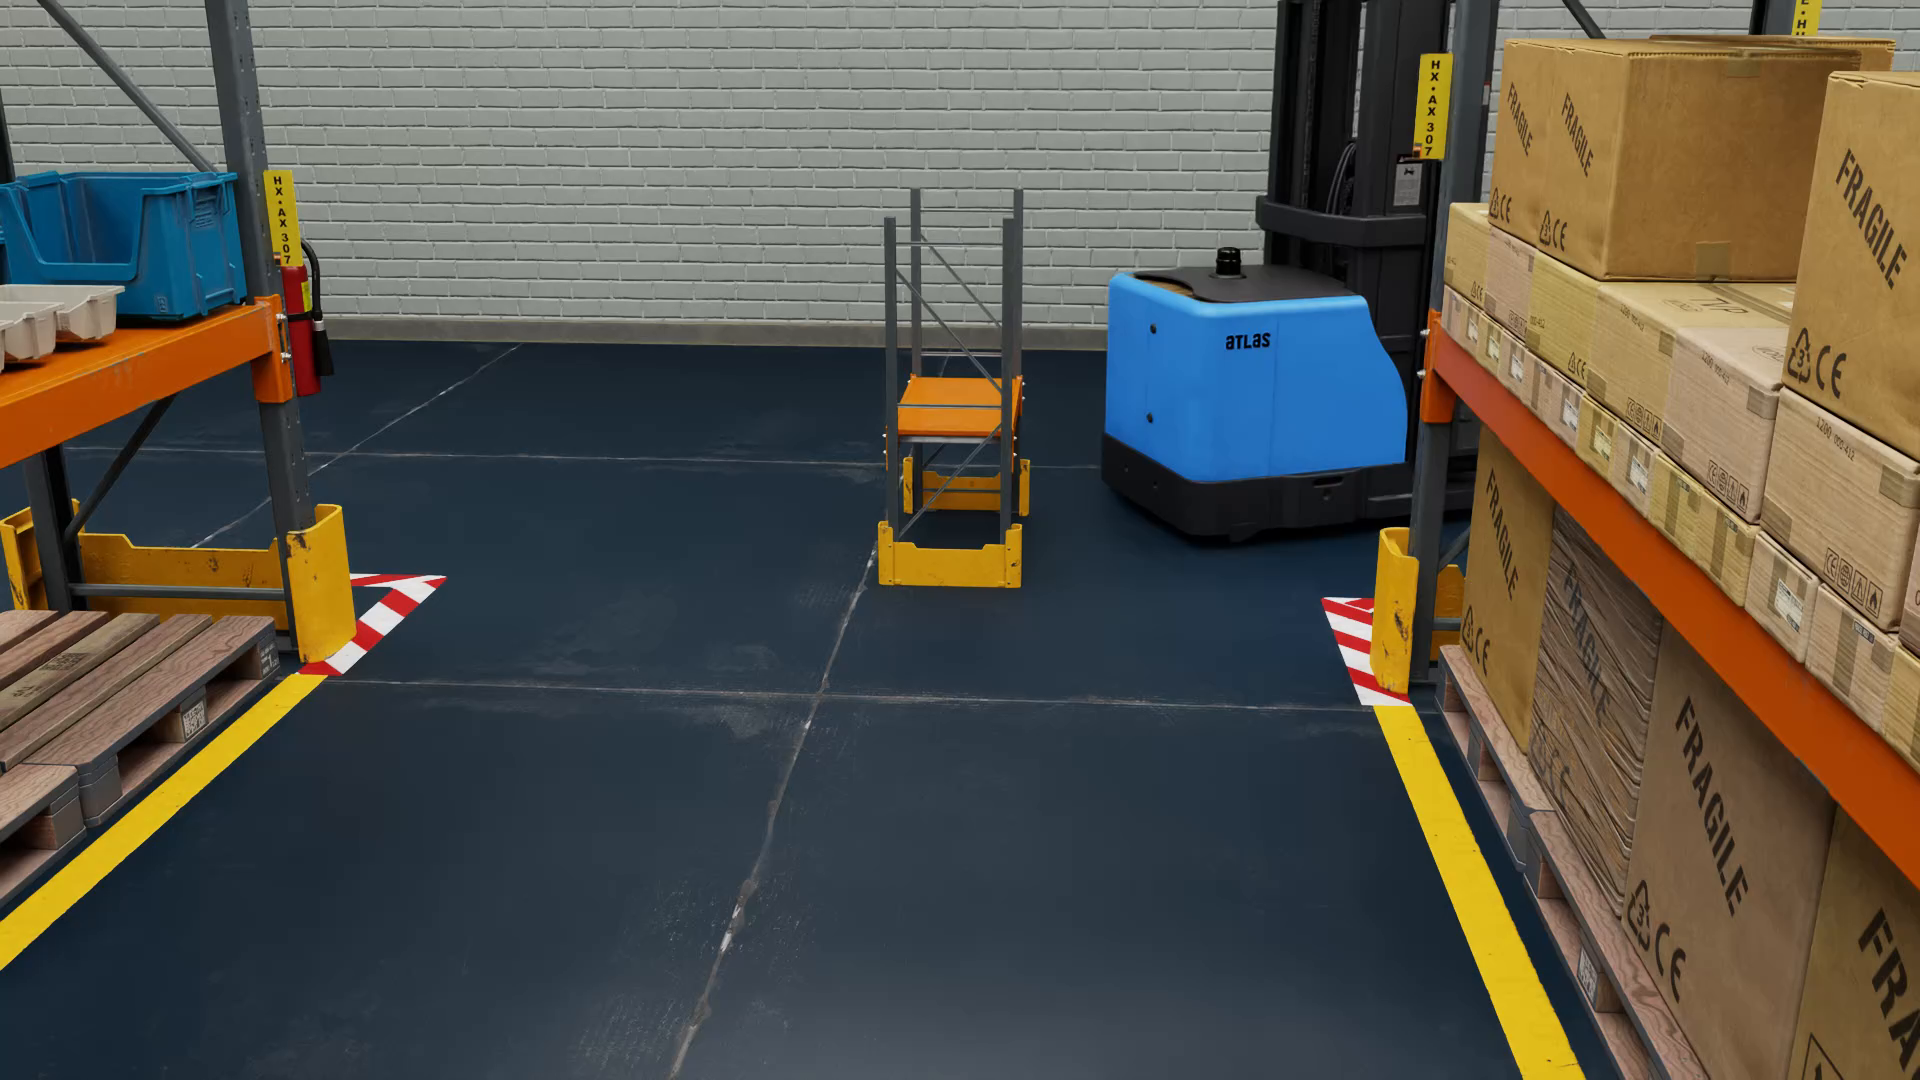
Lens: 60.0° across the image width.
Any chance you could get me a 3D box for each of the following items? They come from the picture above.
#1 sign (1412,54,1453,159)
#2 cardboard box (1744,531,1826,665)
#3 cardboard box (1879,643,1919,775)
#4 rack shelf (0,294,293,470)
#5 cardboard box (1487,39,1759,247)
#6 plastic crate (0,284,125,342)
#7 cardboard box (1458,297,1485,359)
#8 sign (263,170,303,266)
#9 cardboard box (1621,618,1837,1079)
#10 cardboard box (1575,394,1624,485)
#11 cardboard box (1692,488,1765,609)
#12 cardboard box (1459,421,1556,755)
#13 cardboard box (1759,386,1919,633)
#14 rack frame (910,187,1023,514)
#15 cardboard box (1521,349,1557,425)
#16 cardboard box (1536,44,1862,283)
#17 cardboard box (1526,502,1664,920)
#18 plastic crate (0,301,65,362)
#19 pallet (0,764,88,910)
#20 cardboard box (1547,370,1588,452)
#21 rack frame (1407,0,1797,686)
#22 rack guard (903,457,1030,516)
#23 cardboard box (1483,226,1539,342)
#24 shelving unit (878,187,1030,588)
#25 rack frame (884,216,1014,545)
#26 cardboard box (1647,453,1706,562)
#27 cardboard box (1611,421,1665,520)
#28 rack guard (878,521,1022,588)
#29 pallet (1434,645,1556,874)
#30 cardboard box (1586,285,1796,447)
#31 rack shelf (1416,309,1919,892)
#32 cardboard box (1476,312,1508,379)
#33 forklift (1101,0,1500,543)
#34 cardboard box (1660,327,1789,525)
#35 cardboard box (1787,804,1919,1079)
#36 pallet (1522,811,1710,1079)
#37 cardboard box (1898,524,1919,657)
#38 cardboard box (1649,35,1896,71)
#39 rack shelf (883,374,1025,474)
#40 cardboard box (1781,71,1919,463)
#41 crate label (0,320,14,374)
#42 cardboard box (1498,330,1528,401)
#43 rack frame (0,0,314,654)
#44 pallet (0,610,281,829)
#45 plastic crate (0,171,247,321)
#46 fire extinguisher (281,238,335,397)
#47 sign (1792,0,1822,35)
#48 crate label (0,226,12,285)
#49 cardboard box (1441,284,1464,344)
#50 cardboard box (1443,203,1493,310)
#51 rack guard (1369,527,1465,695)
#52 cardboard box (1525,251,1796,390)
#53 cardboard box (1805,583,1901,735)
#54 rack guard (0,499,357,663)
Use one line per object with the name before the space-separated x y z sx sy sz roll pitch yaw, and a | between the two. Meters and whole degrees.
sign | 1.512 -1.387 5.320 0.100 0.325 0.005 1 18 4
cardboard box | 1.529 0.097 2.714 0.380 0.149 0.250 2 18 5
cardboard box | 1.492 0.256 2.227 0.380 0.149 0.250 2 18 5
rack shelf | -3.018 -0.071 3.977 1.077 0.370 4.000 1 18 4
cardboard box | 1.726 -1.051 4.373 0.500 0.500 0.500 1 18 3
plastic crate | -2.753 -0.680 5.008 0.396 0.136 0.243 1 18 4
cardboard box | 1.694 -0.621 4.905 0.380 0.149 0.250 1 18 3
sign | -2.325 -1.104 5.714 0.100 0.325 0.005 1 18 4
cardboard box | 1.970 0.646 3.371 0.875 0.875 0.875 1 18 4
cardboard box | 1.602 -0.223 3.691 0.380 0.149 0.250 1 18 3
cardboard box | 1.547 0.017 2.958 0.380 0.149 0.250 2 18 5
cardboard box | 2.099 0.087 5.077 0.875 0.875 0.875 1 18 4
cardboard box | 1.583 -0.055 2.536 0.500 0.250 0.500 2 18 6
rack frame | 0.030 -0.844 7.590 0.500 1.500 0.032 1 18 4
cardboard box | 1.639 -0.382 4.175 0.380 0.149 0.250 1 18 3
cardboard box | 1.695 -0.890 3.882 0.500 0.500 0.500 1 18 2
cardboard box | 2.034 0.370 4.214 0.875 0.875 0.875 1 18 4
plastic crate | -2.788 -0.590 4.734 0.396 0.136 0.243 1 18 4
pallet | -3.063 0.924 4.263 1.003 0.211 1.213 1 18 4
cardboard box | 1.621 -0.302 3.930 0.380 0.149 0.250 1 18 3
rack frame | 2.065 -0.923 5.424 1.000 3.000 0.127 1 18 4
rack guard | 0.030 -0.250 7.784 0.587 0.250 0.087 1 18 4
cardboard box | 1.731 -0.689 4.471 0.500 0.250 0.500 1 18 3
shelving unit | -0.005 -0.689 7.117 0.587 1.500 1.083 1 18 4
rack frame | -0.043 -0.528 6.627 0.500 1.500 0.032 1 18 4
cardboard box | 1.565 -0.063 3.201 0.380 0.149 0.250 1 18 3
cardboard box | 1.585 -0.142 3.442 0.380 0.149 0.250 2 18 5
rack guard | -0.041 0.060 6.840 0.587 0.250 0.087 1 18 4
pallet | 2.086 0.652 5.095 1.003 0.211 1.213 1 18 4
cardboard box | 1.659 -0.371 3.500 0.500 0.250 0.500 1 18 3
rack shelf | 1.922 0.040 3.640 1.077 0.370 4.000 1 18 4
cardboard box | 1.676 -0.542 4.663 0.380 0.149 0.250 1 18 3
forklift | 2.257 -1.644 7.733 3.031 2.935 1.130 -6 19 -19
cardboard box | 1.620 -0.213 3.020 0.500 0.250 0.500 2 18 5
cardboard box | 1.906 0.926 2.518 0.875 0.875 0.875 1 18 4
pallet | 1.996 1.030 3.941 1.003 0.211 1.213 1 18 4
cardboard box | 1.548 0.106 2.046 0.500 0.250 0.500 1 18 3
cardboard box | 2.293 -1.193 4.804 0.500 0.500 0.500 2 18 5
rack shelf | -0.006 -0.515 7.165 0.538 0.185 1.000 1 18 4
cardboard box | 1.585 -0.412 2.421 0.500 0.500 0.500 1 18 4
crate label | -2.784 -0.503 4.468 0.396 0.136 0.243 1 18 4
cardboard box | 1.658 -0.461 4.416 0.380 0.149 0.250 1 18 3
rack frame | -2.875 -1.034 5.761 1.000 3.000 0.127 1 18 4
pallet | -2.973 0.546 5.416 1.003 0.211 1.213 1 18 4
plastic crate | -2.713 -0.971 5.416 0.616 0.435 0.499 1 18 4
fire extinguisher | -2.411 -0.857 5.943 0.296 0.674 0.183 1 18 4
sign | 2.606 -1.570 5.156 0.100 0.325 0.005 1 18 4
crate label | -3.221 -0.914 5.566 0.416 0.233 0.303 1 18 4
cardboard box | 1.711 -0.701 5.149 0.380 0.149 0.250 1 18 5
cardboard box | 1.762 -0.850 4.964 0.500 0.250 0.500 1 18 2
rack guard | 2.067 0.257 5.836 1.175 0.500 0.348 1 18 4
cardboard box | 1.691 -0.533 3.995 0.500 0.250 0.500 1 18 2
cardboard box | 1.510 0.177 2.470 0.380 0.149 0.250 1 18 3
rack guard | -2.886 0.146 6.174 1.175 0.500 0.348 1 18 4
